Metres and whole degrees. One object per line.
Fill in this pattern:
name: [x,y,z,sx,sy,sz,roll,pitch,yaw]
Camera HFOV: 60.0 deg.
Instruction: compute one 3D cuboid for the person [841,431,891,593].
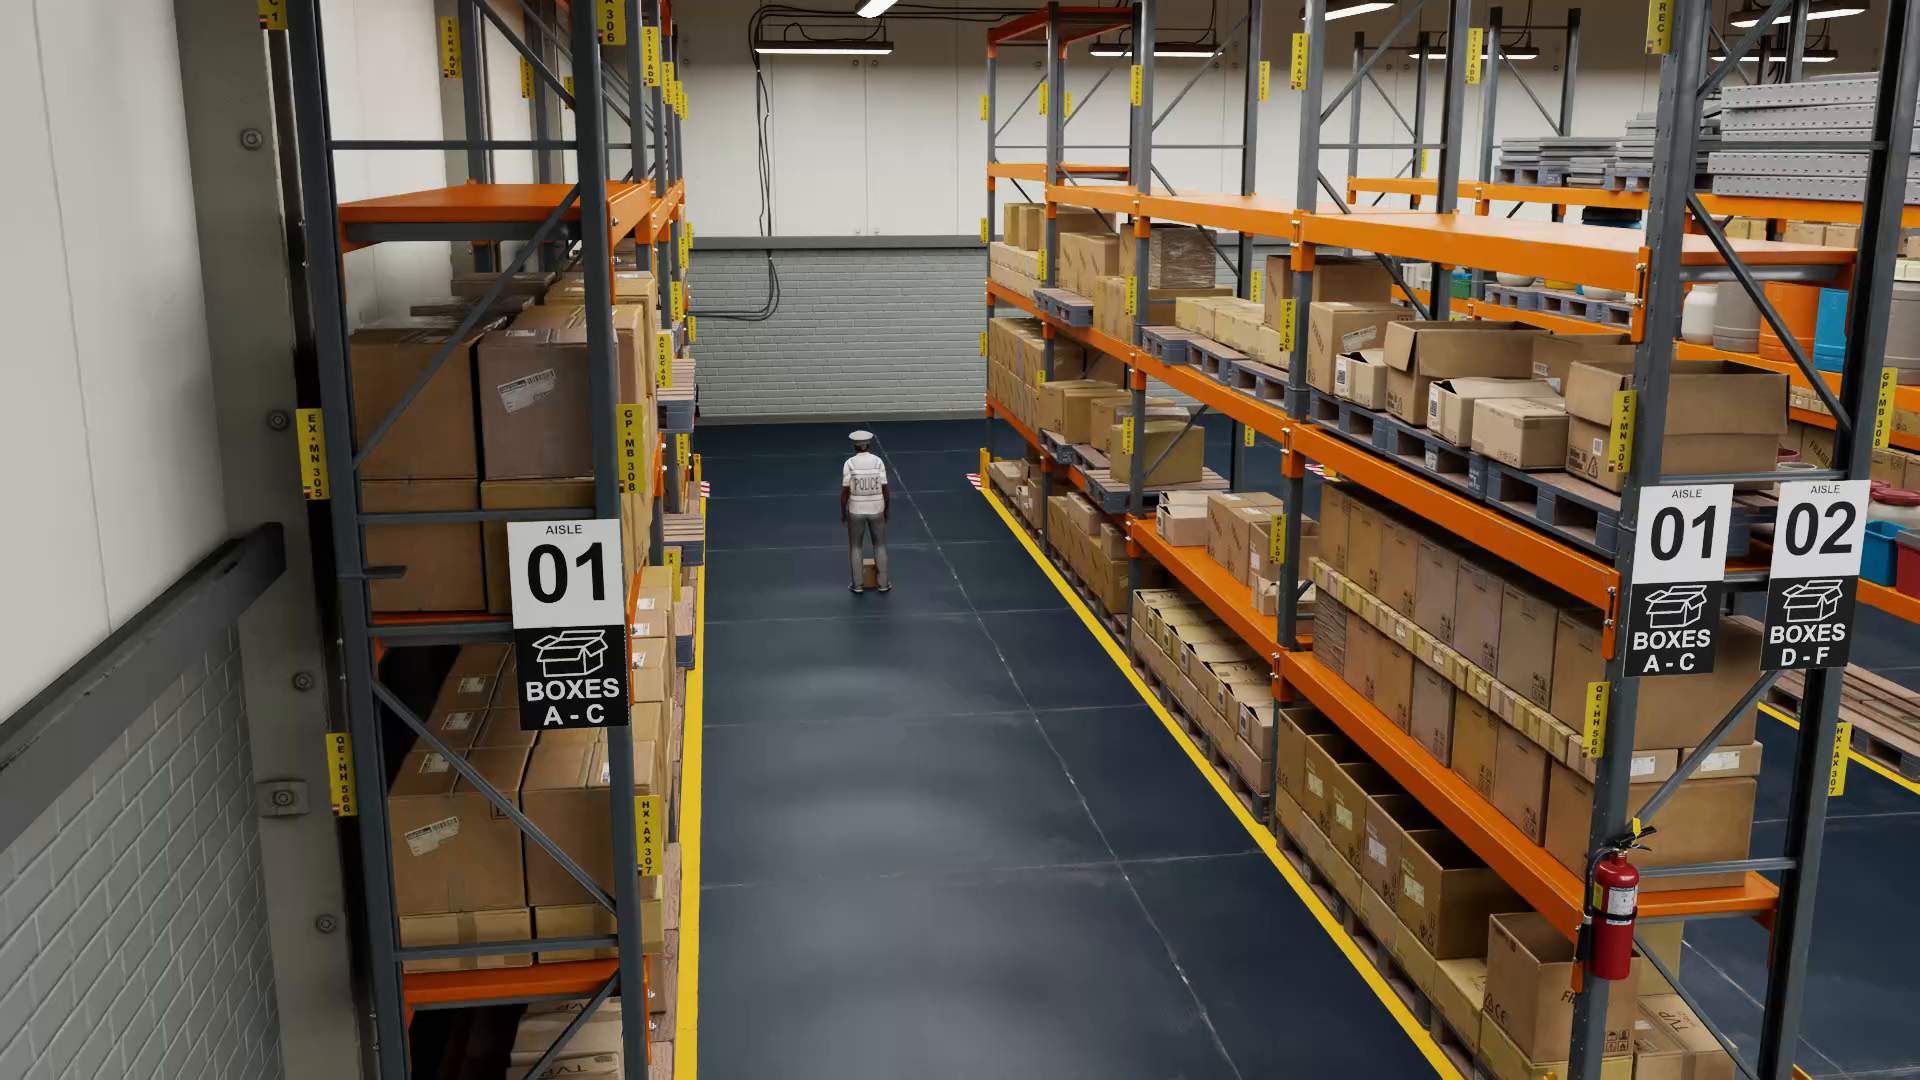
person: [-0.968,-0.281,17.183,0.527,1.658,0.393,-2,13,-10]
